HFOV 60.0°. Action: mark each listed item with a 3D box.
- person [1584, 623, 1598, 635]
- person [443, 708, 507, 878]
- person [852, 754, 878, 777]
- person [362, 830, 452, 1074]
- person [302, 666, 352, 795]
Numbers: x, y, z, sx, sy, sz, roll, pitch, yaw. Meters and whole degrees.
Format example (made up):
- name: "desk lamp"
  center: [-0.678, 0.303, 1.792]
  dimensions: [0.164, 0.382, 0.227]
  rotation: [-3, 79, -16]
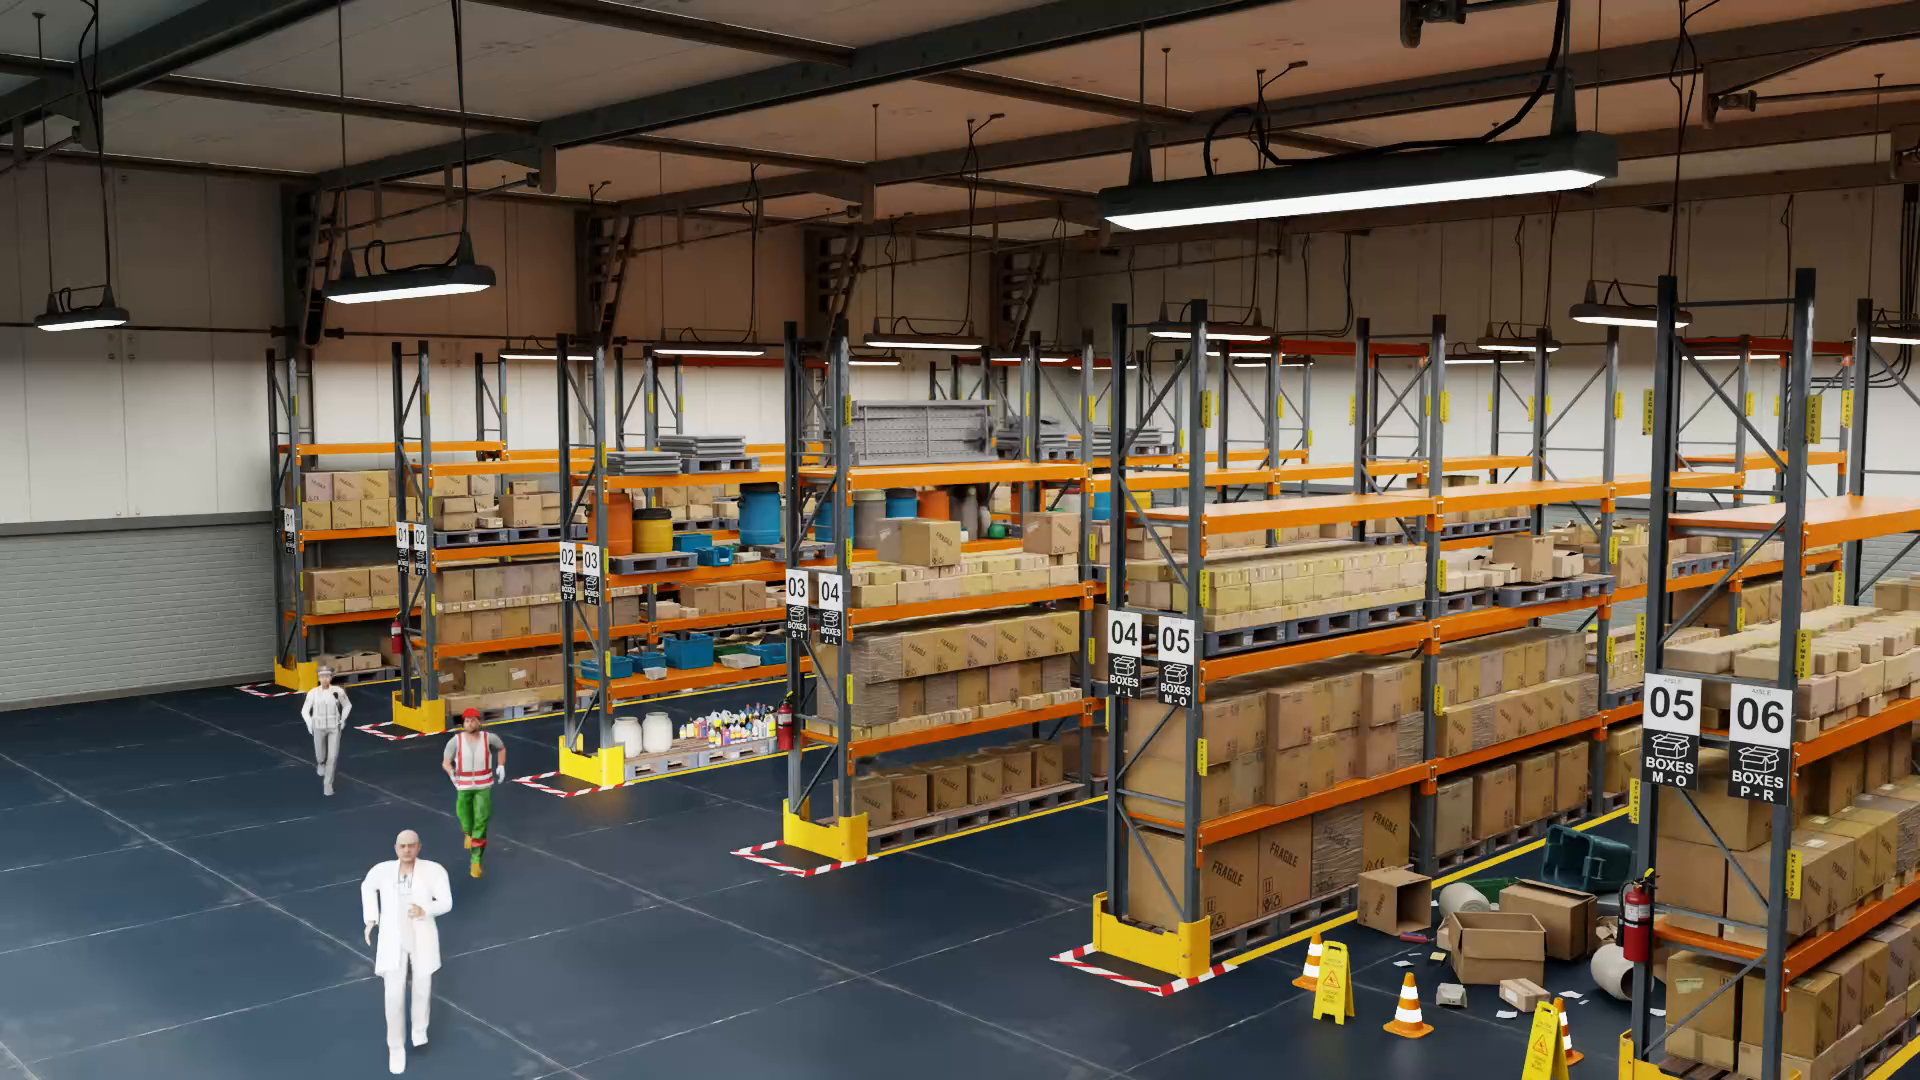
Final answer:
- name: "person"
  center: [9.563, 2.125, 25.158]
  dimensions: [0.594, 1.729, 0.681]
  rotation: [-4, 6, -39]
- name: "person"
  center: [-5.310, 2.715, 18.219]
  dimensions: [0.671, 1.772, 0.957]
  rotation: [-1, 5, -14]
- name: "person"
  center: [-1.311, 2.416, 21.675]
  dimensions: [0.676, 1.741, 0.971]
  rotation: [3, 6, 34]
- name: "person"
  center: [-4.290, 3.167, 12.929]
  dimensions: [0.669, 1.846, 0.828]
  rotation: [-2, 5, -19]
- name: "person"
  center: [-8.296, 2.465, 21.817]
  dimensions: [0.625, 1.672, 0.676]
  rotation: [-2, 5, -22]
